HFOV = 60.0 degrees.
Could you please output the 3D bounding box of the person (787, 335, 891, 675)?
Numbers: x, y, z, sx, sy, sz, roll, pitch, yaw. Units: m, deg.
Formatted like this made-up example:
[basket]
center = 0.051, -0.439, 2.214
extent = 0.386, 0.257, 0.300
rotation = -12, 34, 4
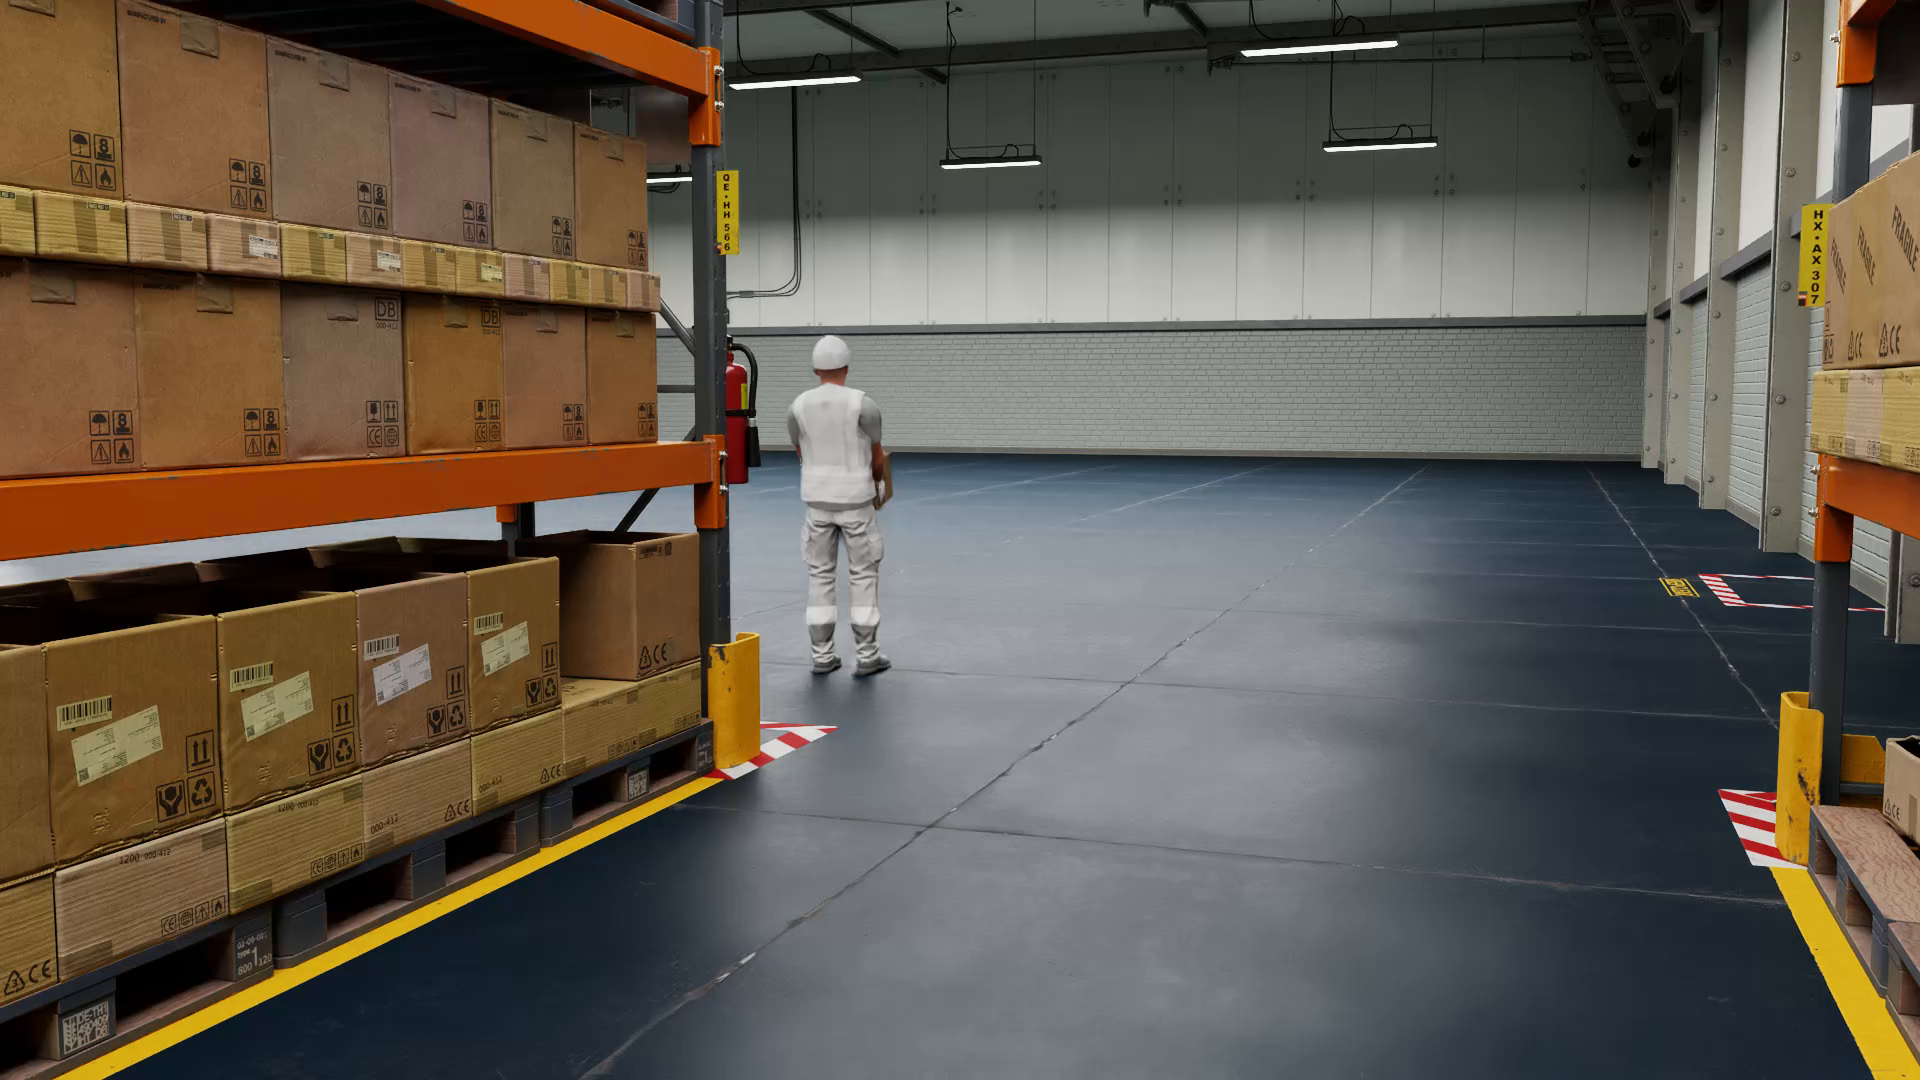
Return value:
[person]
center = -0.631, -0.192, 8.925
extent = 0.506, 1.793, 0.552
rotation = 1, 5, 12
